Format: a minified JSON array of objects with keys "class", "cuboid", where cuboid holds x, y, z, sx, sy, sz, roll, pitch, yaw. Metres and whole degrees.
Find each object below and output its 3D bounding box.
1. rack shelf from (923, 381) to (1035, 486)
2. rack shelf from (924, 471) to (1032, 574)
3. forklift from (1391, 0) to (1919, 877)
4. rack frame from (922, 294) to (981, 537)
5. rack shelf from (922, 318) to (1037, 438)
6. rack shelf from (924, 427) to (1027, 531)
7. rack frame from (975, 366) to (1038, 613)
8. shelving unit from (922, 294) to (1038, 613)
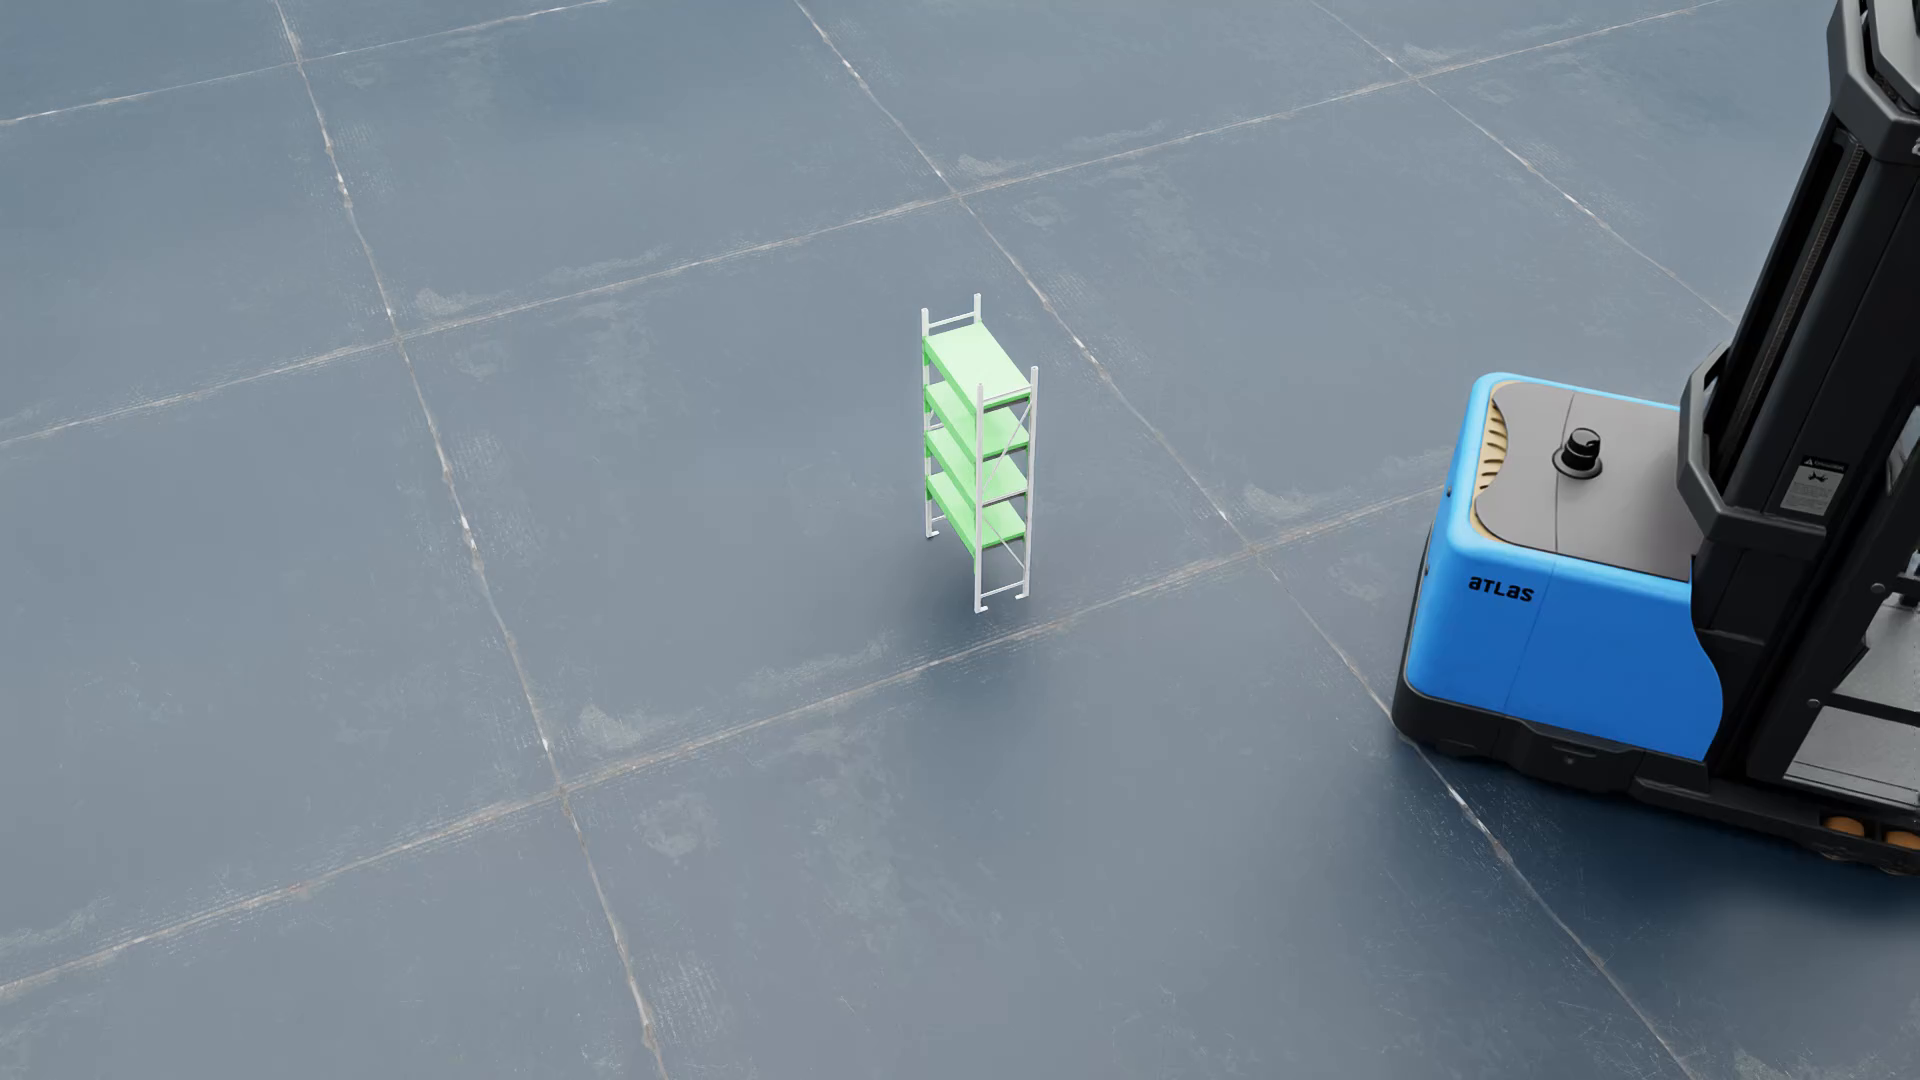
[{"class":"rack shelf","cuboid":[0.070,-0.447,6.467,0.258,0.148,0.480,-18,47,-17]},{"class":"rack shelf","cuboid":[0.070,-0.105,6.804,0.258,0.148,0.480,-18,47,-17]},{"class":"forklift","cuboid":[3.217,-0.276,5.311,3.031,2.935,1.130,13,46,13]},{"class":"rack frame","cuboid":[-0.033,-0.477,6.748,0.240,1.200,0.015,-18,47,-17]},{"class":"rack shelf","cuboid":[0.070,-0.618,6.298,0.258,0.148,0.480,-18,47,-17]},{"class":"rack shelf","cuboid":[0.070,-0.276,6.635,0.258,0.148,0.480,-18,47,-17]},{"class":"rack frame","cuboid":[0.172,-0.166,6.433,0.240,1.200,0.015,-18,47,-17]},{"class":"shelving unit","cuboid":[0.070,-0.322,6.591,0.258,1.200,0.503,-18,47,-17]}]
